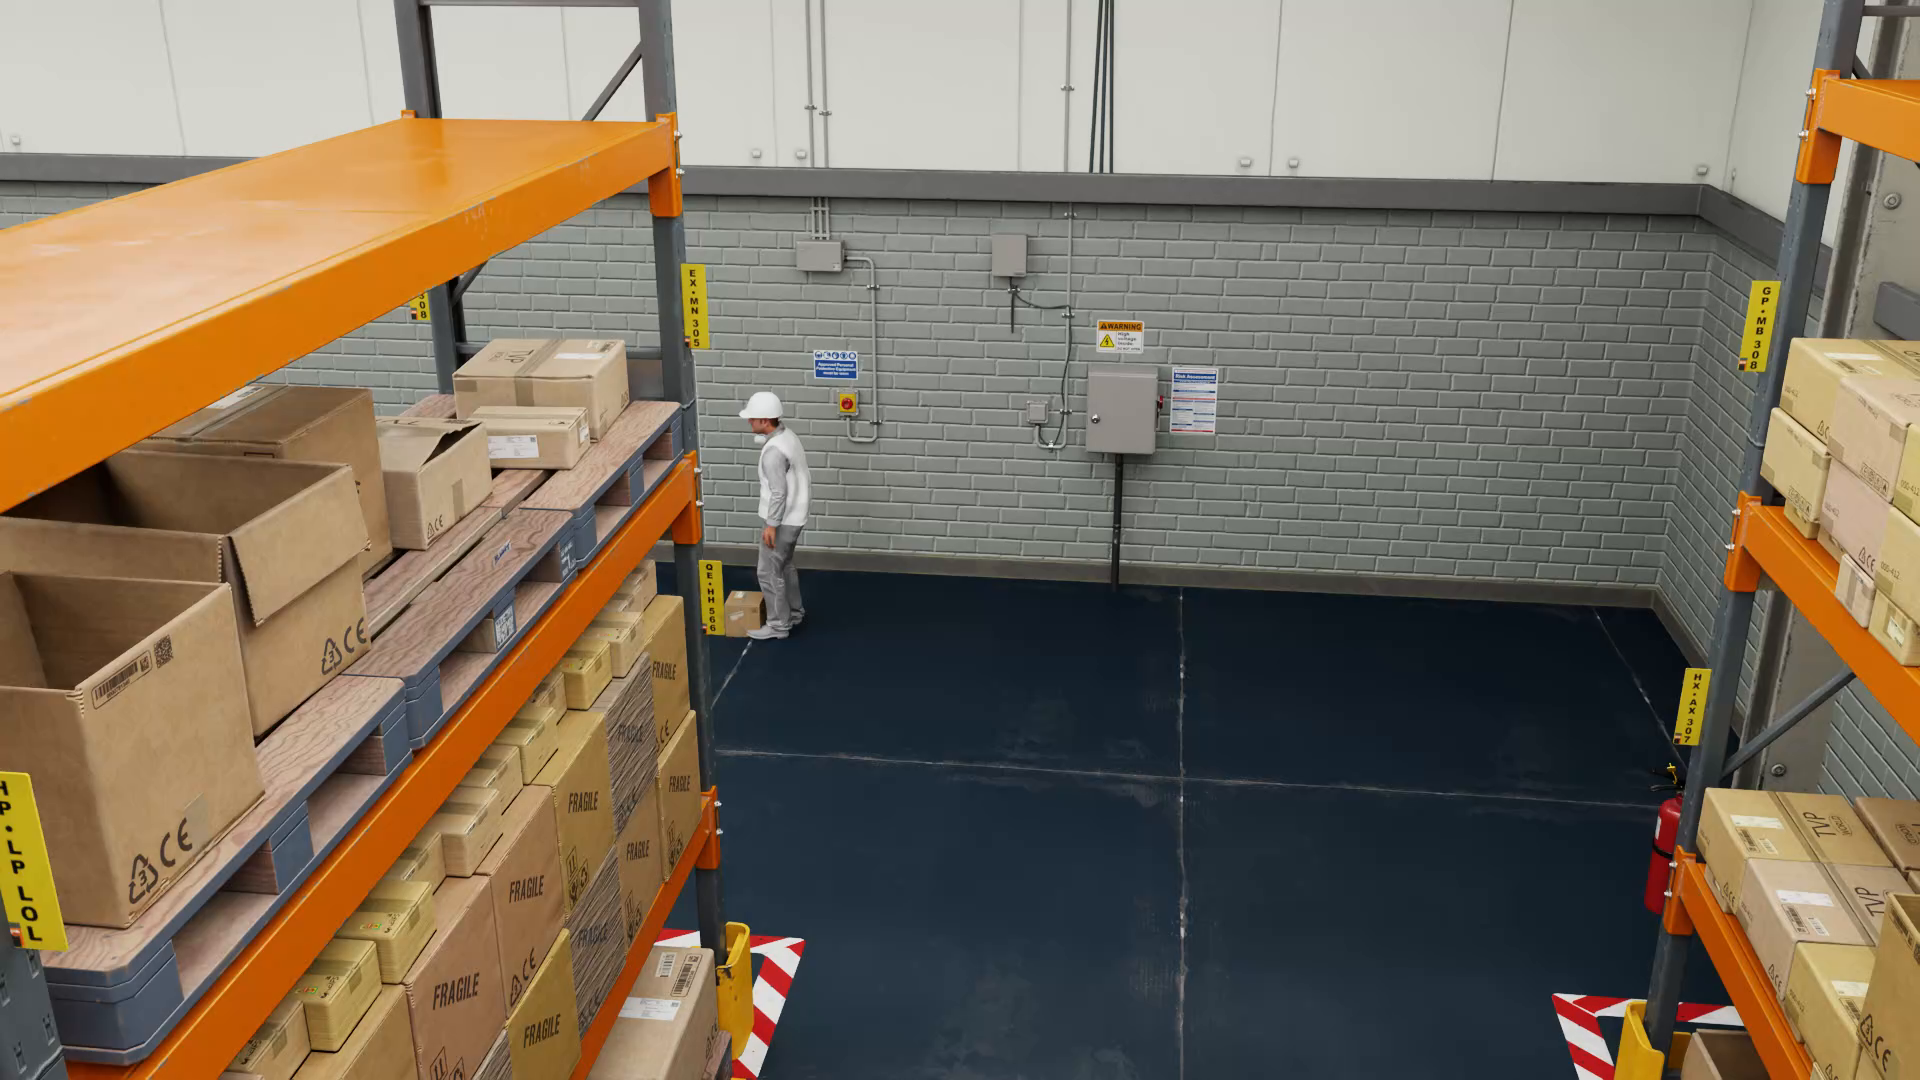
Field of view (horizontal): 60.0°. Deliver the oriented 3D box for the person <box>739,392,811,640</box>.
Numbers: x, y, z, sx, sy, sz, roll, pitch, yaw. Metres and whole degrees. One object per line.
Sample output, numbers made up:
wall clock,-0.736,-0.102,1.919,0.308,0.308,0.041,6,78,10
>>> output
person,-1.261,-0.173,11.501,0.476,1.767,0.583,1,21,3
